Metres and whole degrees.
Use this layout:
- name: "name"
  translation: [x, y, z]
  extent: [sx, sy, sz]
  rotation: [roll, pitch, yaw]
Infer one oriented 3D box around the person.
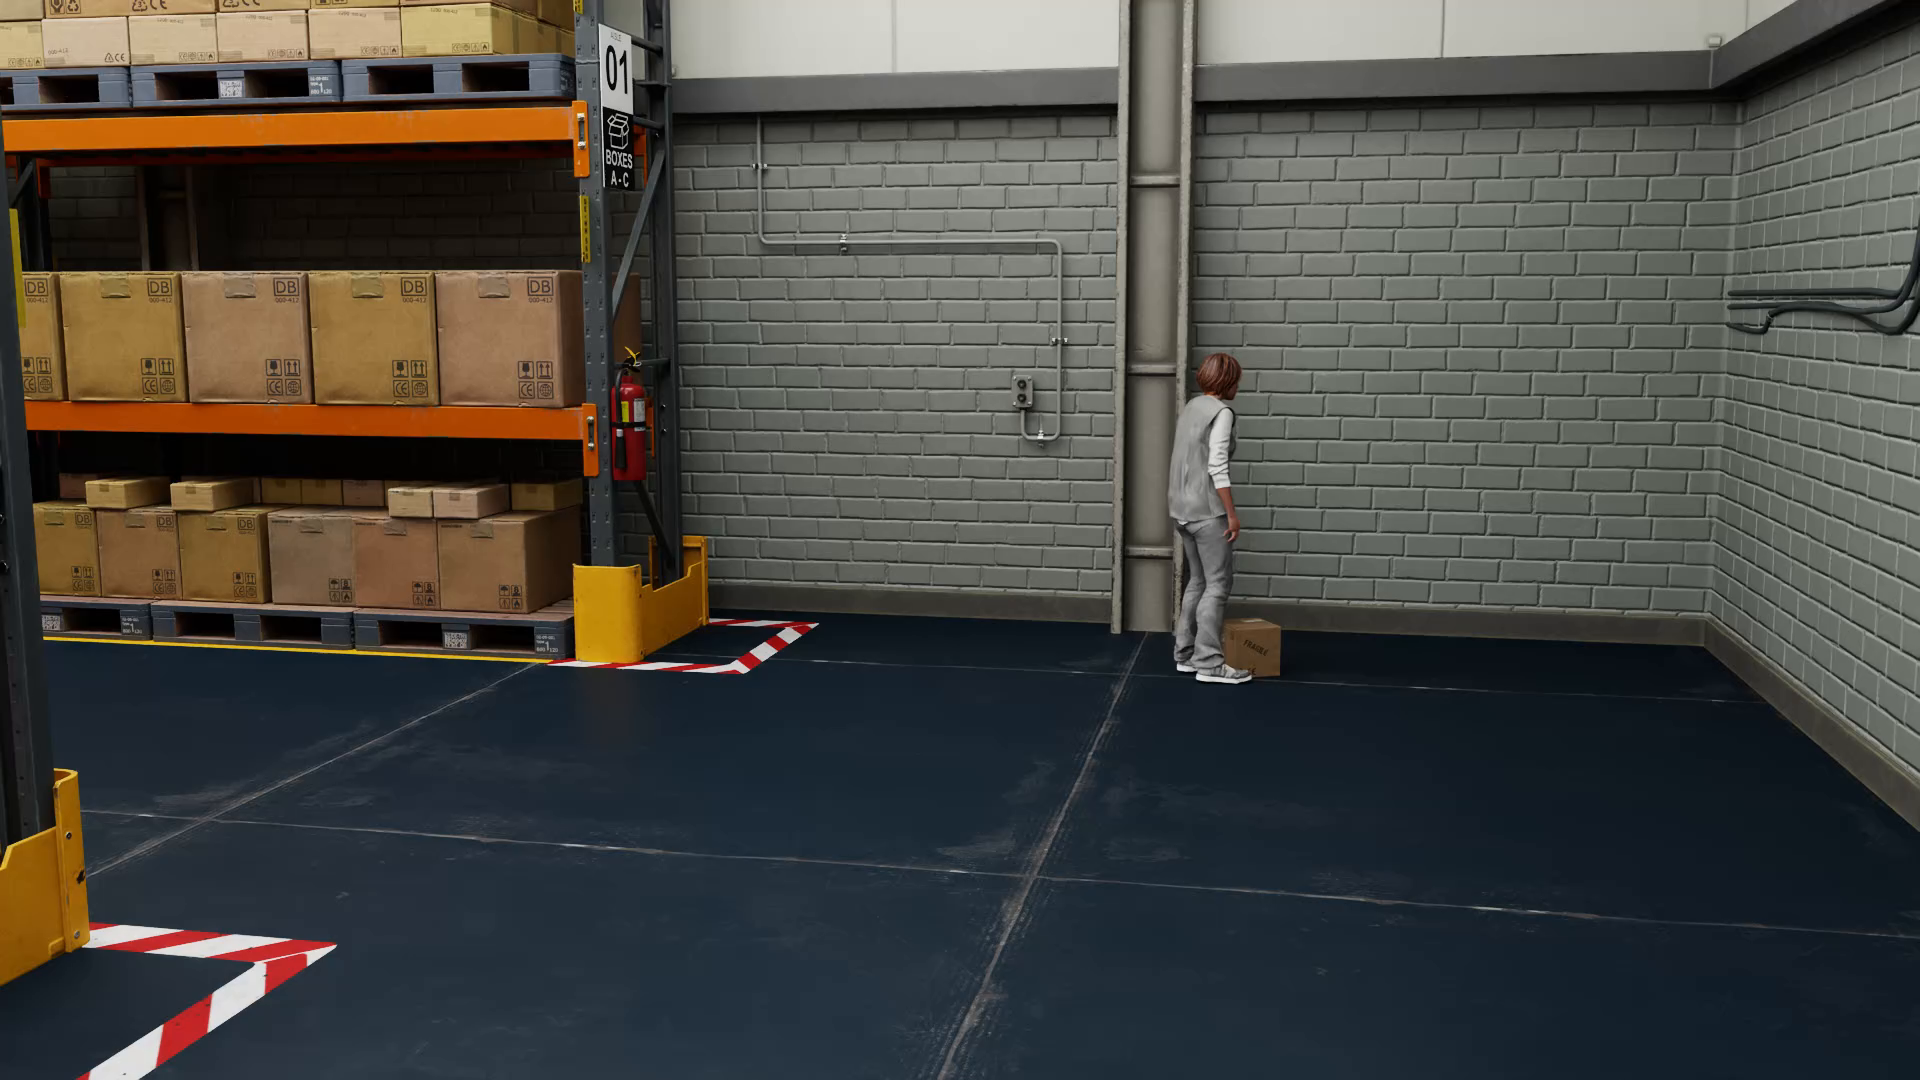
- name: "person"
  translation: [1.210, -0.114, 8.155]
  extent: [0.341, 1.594, 0.484]
  rotation: [-2, 9, -17]
